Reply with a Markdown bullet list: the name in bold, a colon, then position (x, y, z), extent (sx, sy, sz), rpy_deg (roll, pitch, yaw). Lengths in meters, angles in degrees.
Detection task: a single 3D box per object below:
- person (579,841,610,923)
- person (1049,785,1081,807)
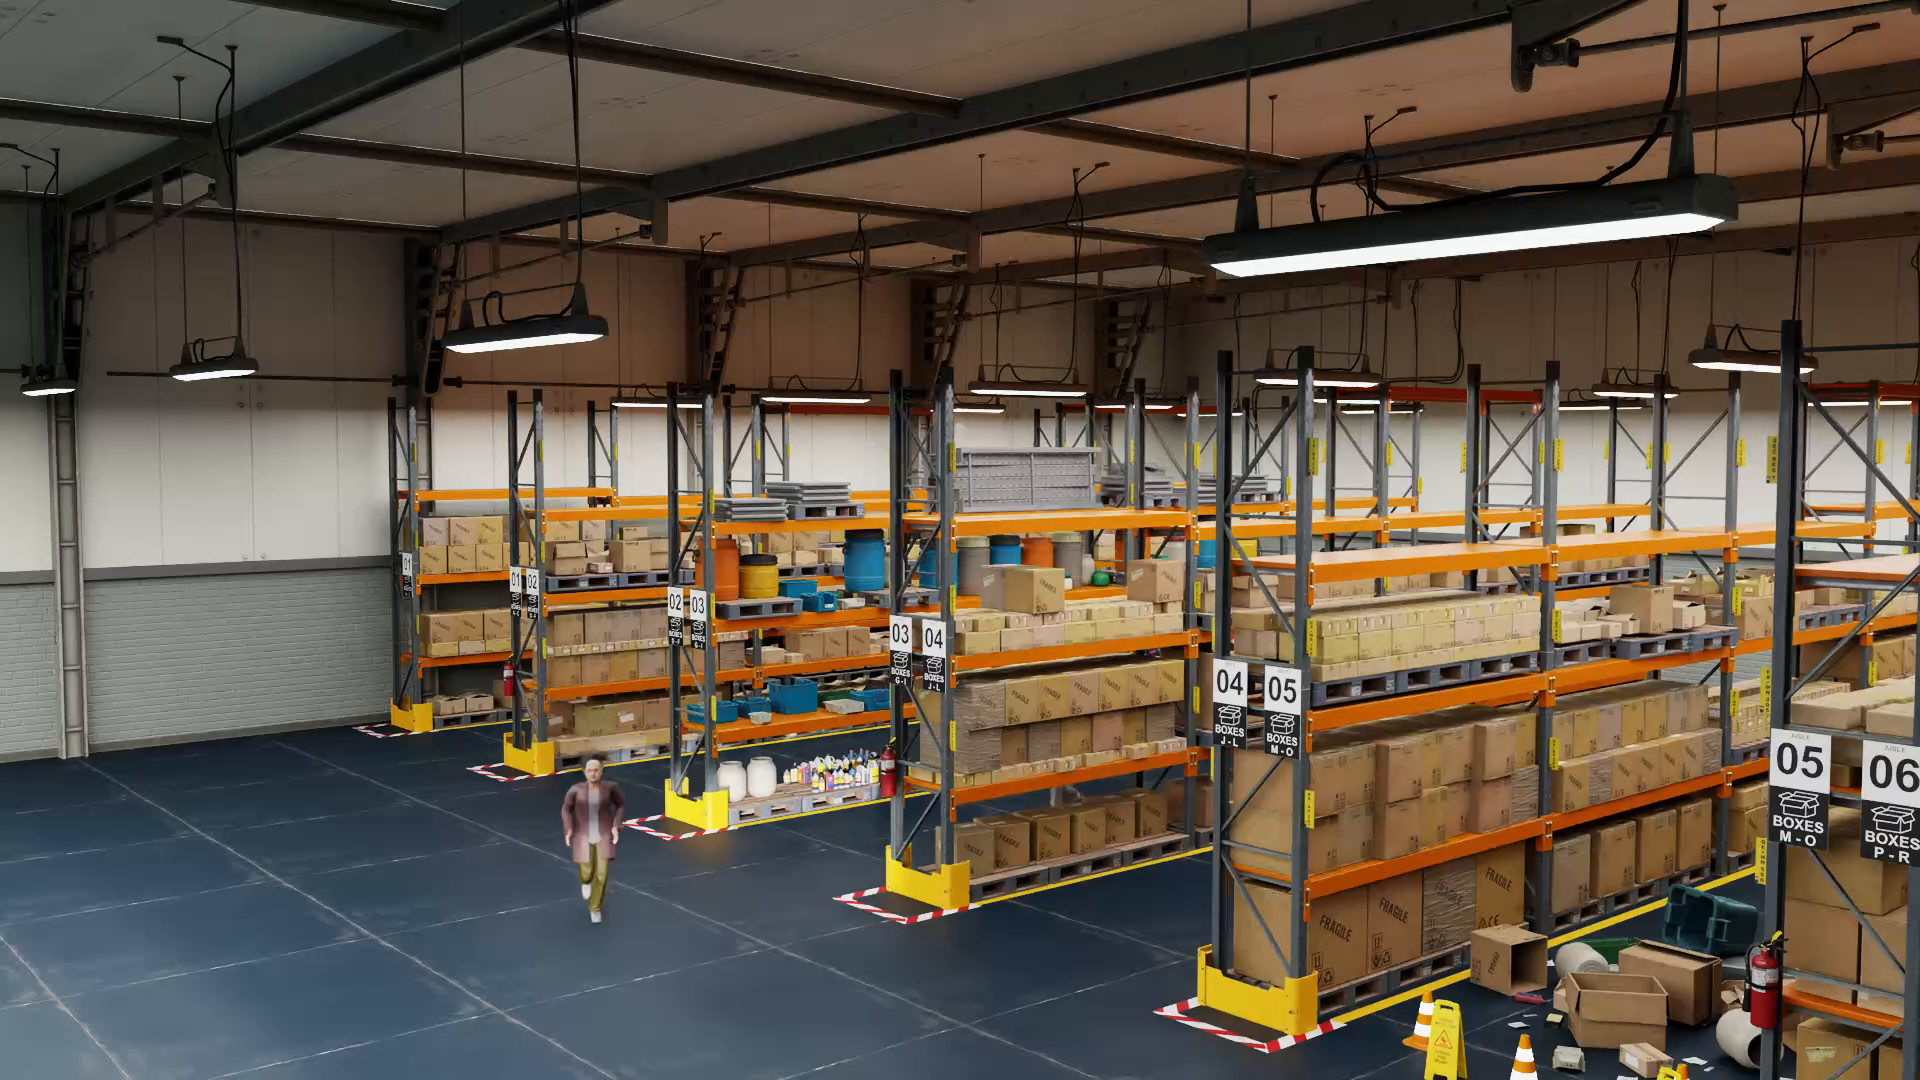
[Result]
- **person**: position (-4.001, 3.595, 18.211), extent (0.377, 1.035, 0.748), rpy_deg (-1, 3, -12)
- **person**: position (1.400, 2.957, 22.519), extent (0.688, 1.757, 0.913), rpy_deg (3, 4, 41)
